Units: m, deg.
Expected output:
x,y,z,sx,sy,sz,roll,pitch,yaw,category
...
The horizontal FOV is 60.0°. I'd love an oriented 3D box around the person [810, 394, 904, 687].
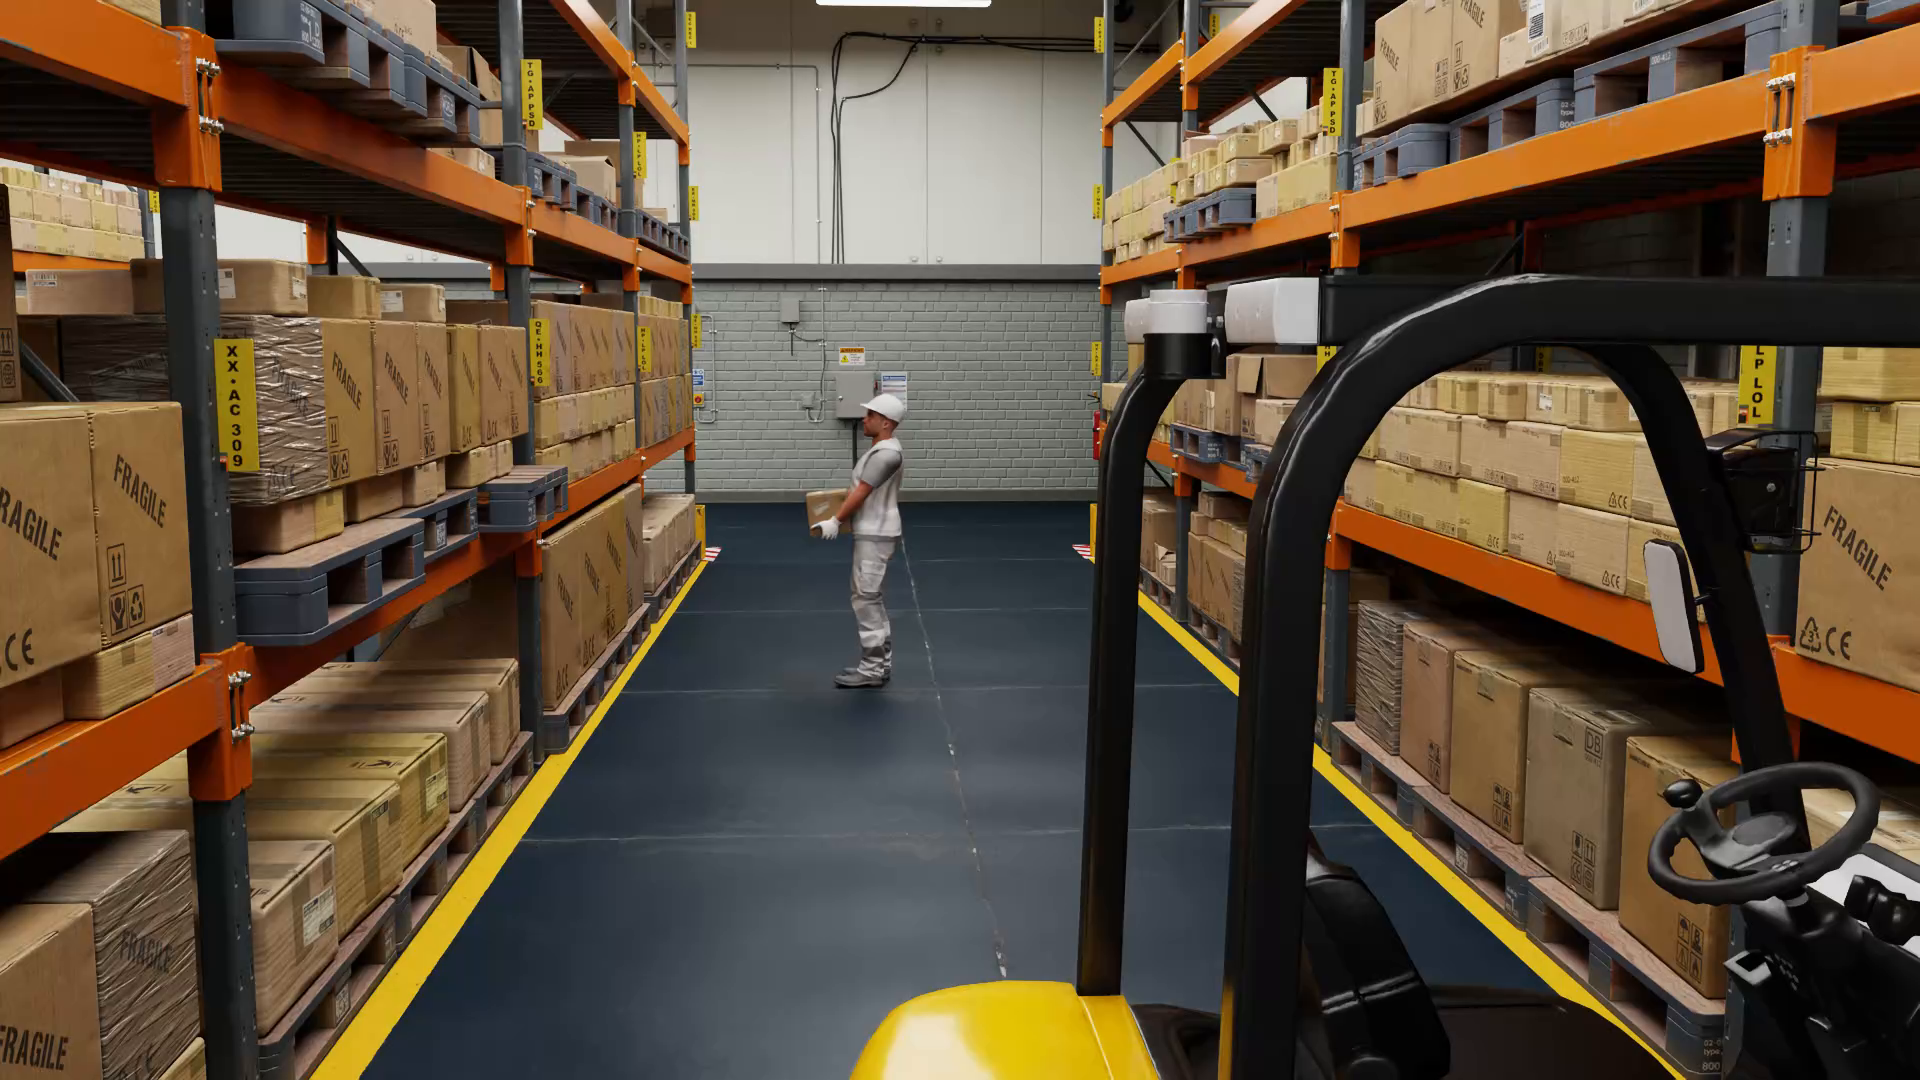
x,y,z,sx,sy,sz,roll,pitch,yaw,category
-0.623,0.001,10.162,0.573,1.781,0.494,0,7,-4,person
